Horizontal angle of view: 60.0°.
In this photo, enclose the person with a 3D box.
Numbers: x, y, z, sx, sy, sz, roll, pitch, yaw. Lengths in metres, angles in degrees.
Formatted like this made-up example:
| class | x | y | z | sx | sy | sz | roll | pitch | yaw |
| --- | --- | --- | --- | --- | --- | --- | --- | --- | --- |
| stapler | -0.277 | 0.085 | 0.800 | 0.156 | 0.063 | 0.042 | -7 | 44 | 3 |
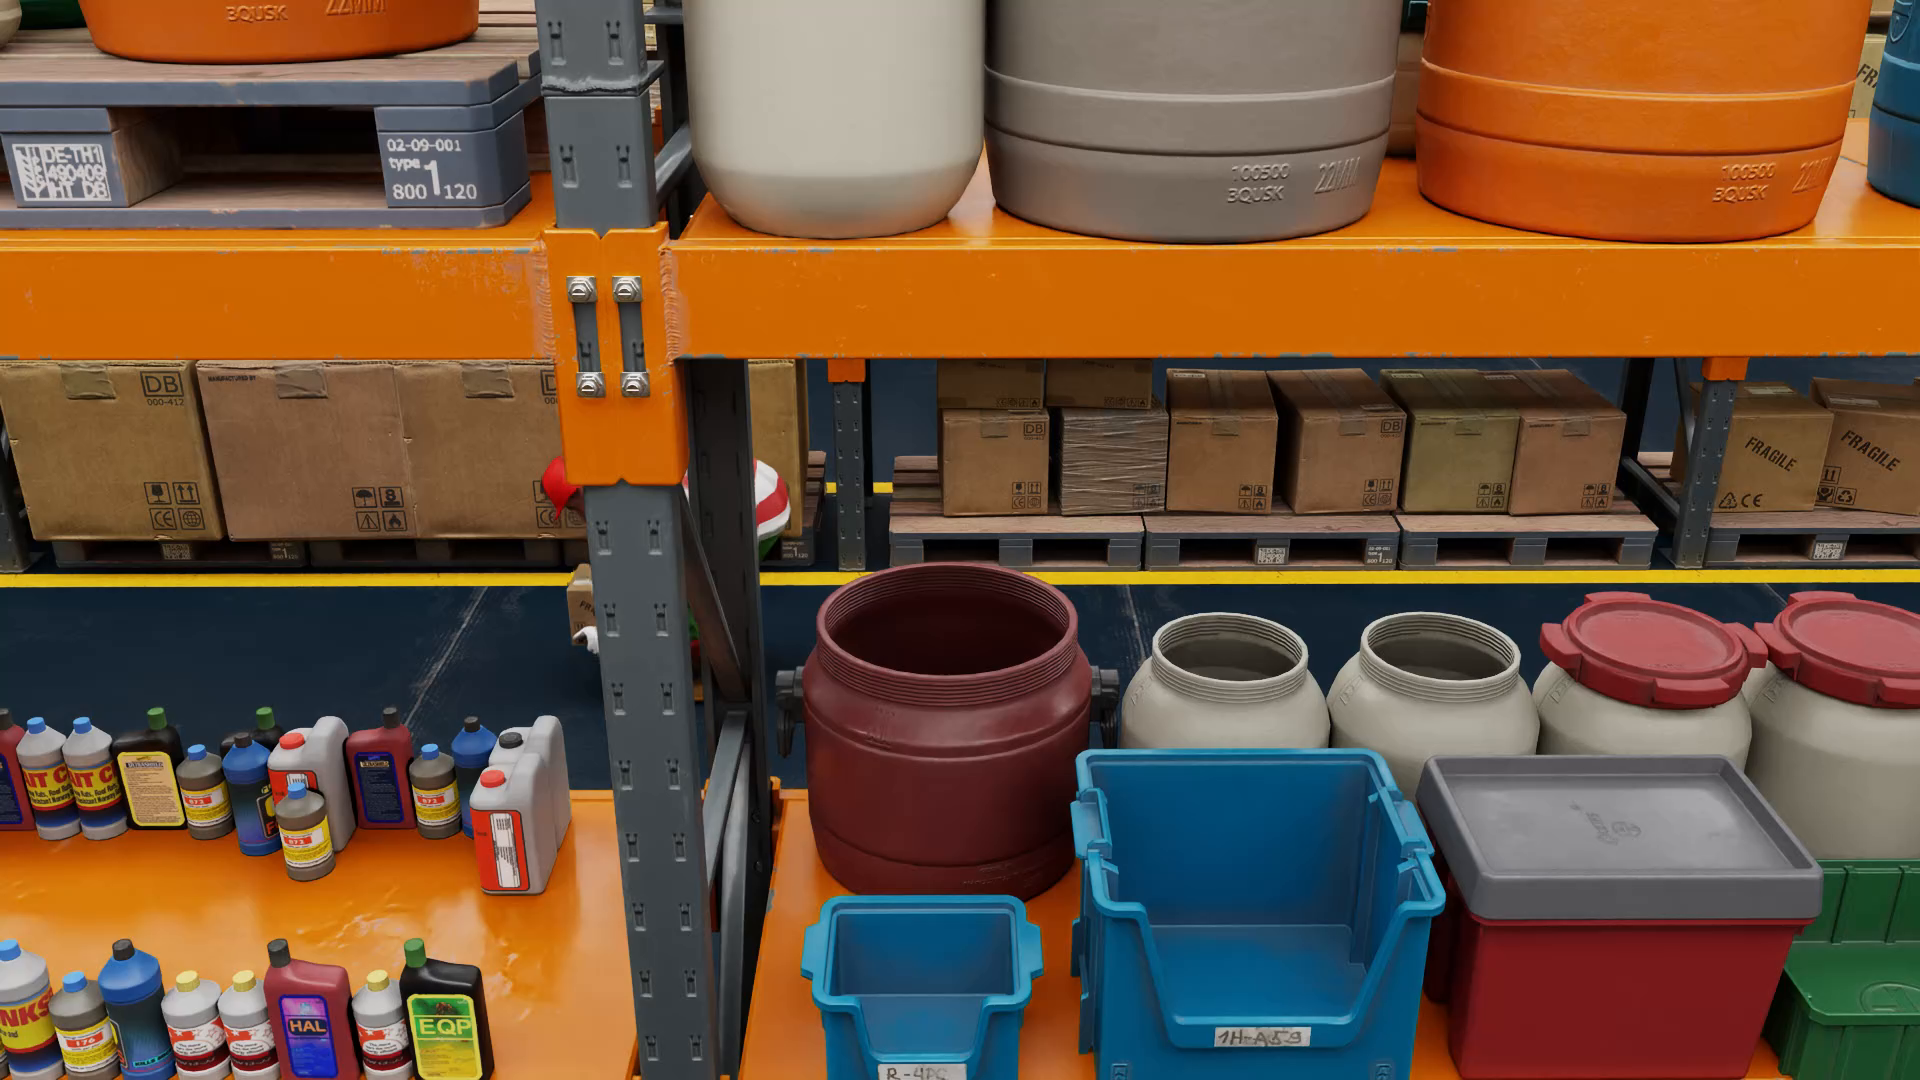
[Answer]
| class | x | y | z | sx | sy | sz | roll | pitch | yaw |
| --- | --- | --- | --- | --- | --- | --- | --- | --- | --- |
| person | -1.153 | 0.127 | 6.708 | 0.958 | 1.039 | 0.522 | -1 | 24 | -3 |
